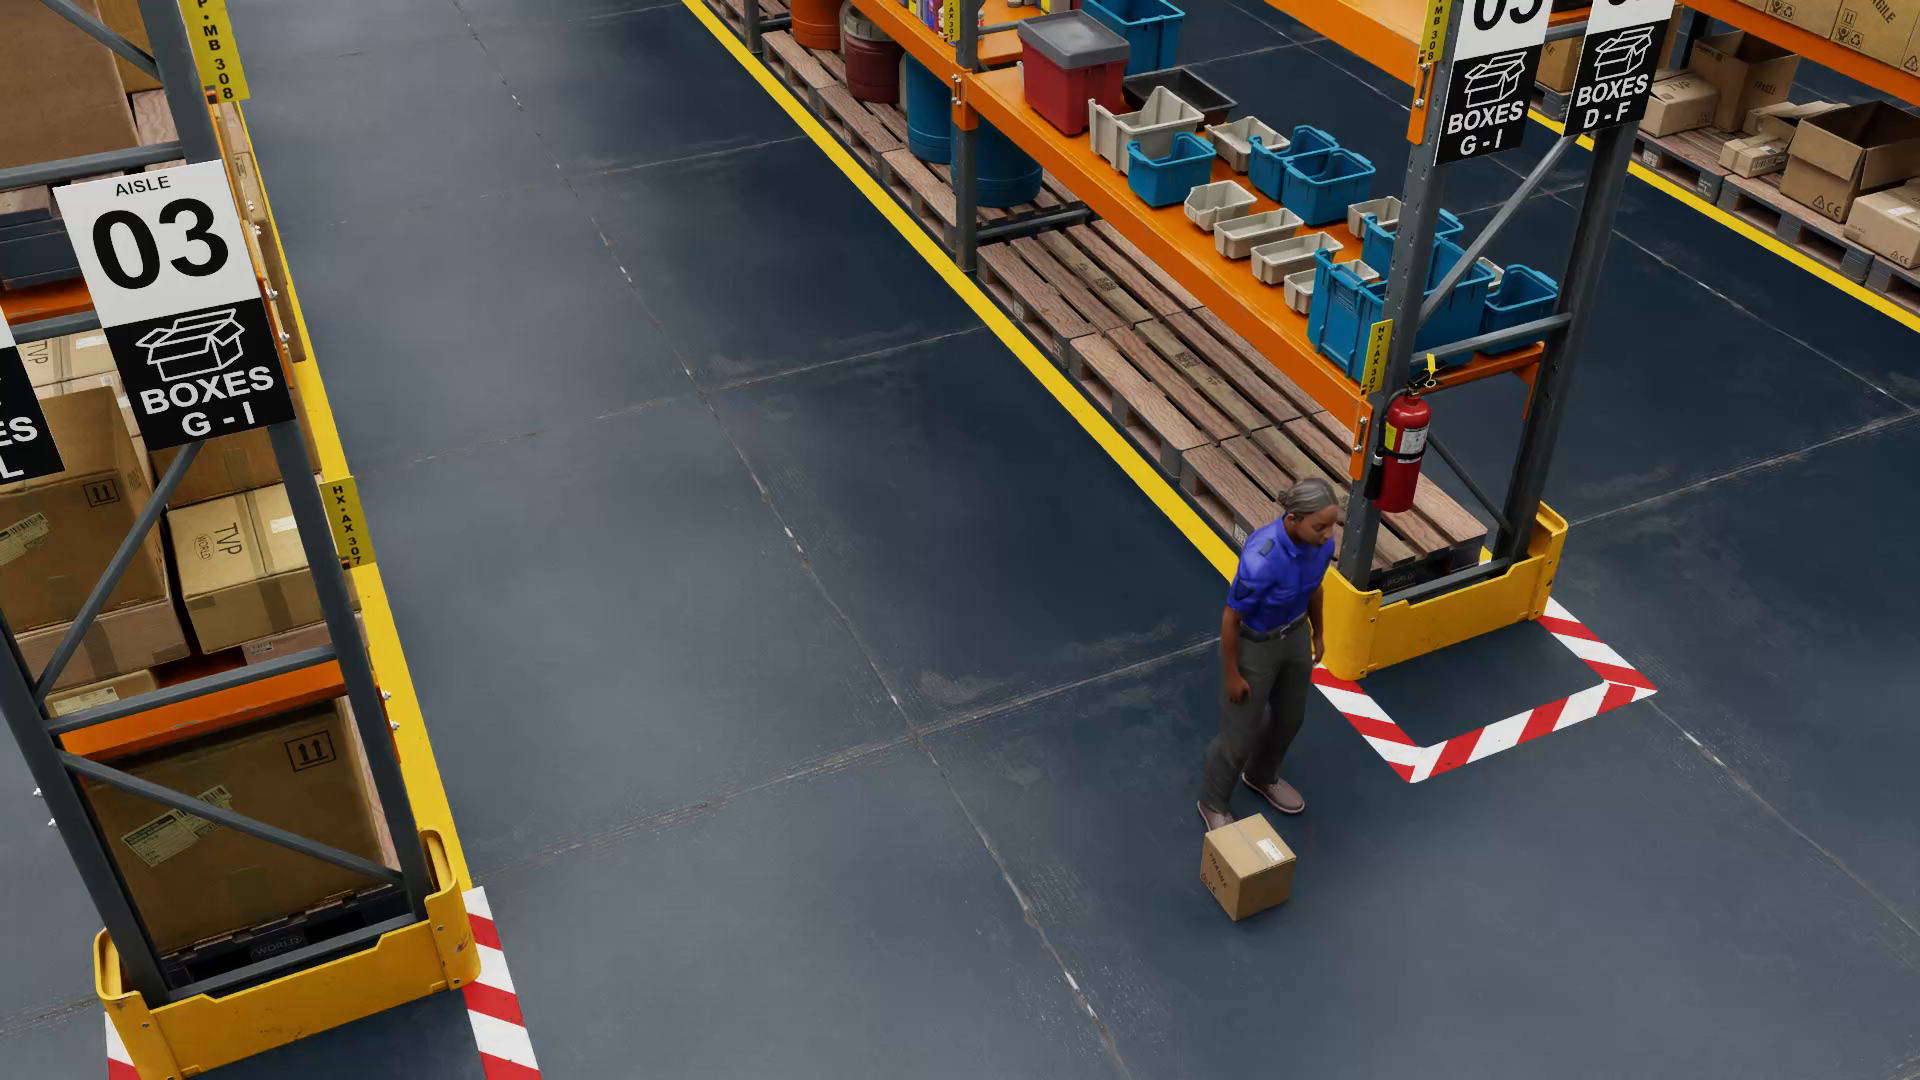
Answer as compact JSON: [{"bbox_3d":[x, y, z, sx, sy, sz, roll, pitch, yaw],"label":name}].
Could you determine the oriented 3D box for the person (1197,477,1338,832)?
[{"bbox_3d":[1.179,0.428,6.299,0.509,1.655,0.348,-23,43,-27],"label":"person"}]
